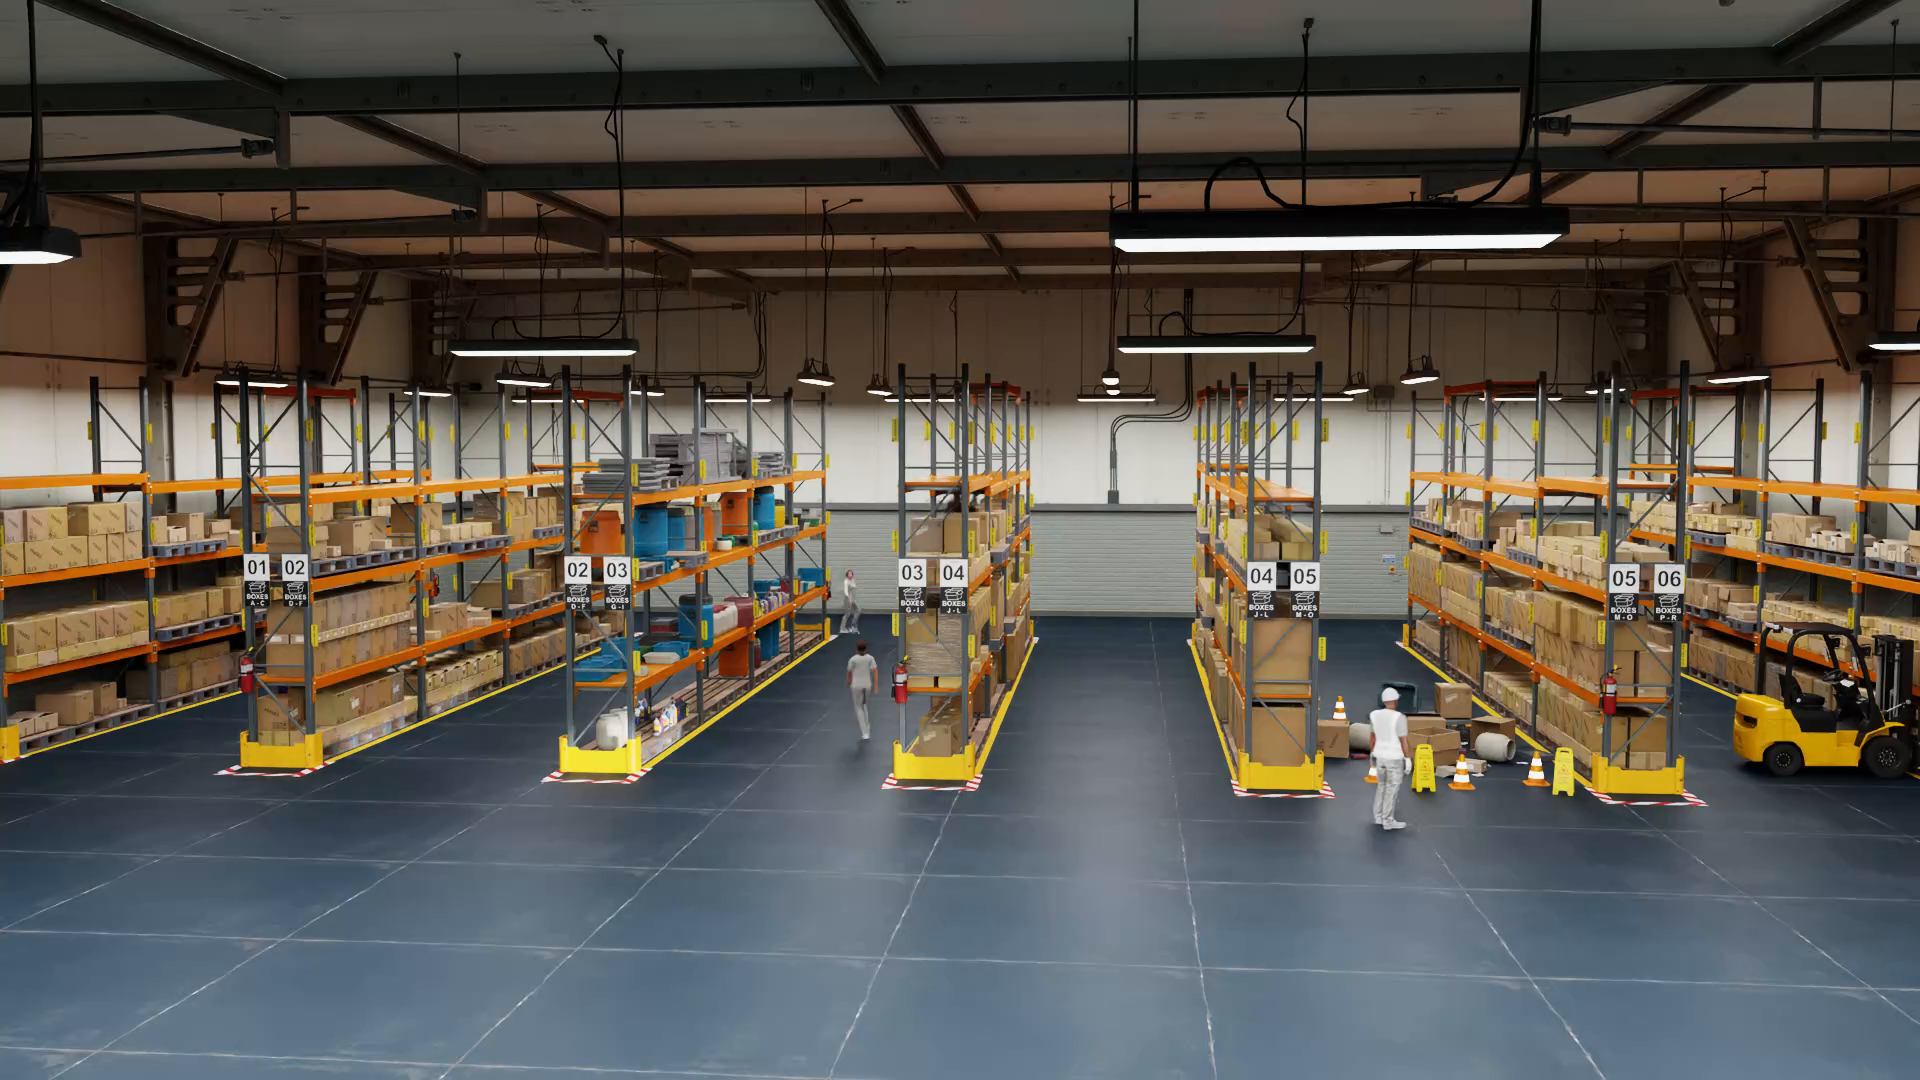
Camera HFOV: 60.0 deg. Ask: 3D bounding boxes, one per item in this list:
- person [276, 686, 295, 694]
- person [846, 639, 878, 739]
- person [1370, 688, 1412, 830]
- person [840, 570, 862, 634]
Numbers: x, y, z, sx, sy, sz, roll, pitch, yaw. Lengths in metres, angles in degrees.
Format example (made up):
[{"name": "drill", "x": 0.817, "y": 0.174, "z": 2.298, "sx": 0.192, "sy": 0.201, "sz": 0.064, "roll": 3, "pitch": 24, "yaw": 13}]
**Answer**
[{"name": "person", "x": -11.663, "y": 2.339, "z": 28.862, "sx": 0.413, "sy": 1.654, "sz": 0.539, "roll": 2, "pitch": 4, "yaw": 32}, {"name": "person", "x": -1.634, "y": 2.459, "z": 27.305, "sx": 0.510, "sy": 1.707, "sz": 0.621, "roll": -2, "pitch": 4, "yaw": -29}, {"name": "person", "x": 5.492, "y": 2.777, "z": 21.069, "sx": 0.452, "sy": 1.822, "sz": 0.619, "roll": -2, "pitch": 4, "yaw": -32}, {"name": "person", "x": -2.747, "y": 1.546, "z": 41.440, "sx": 0.533, "sy": 1.613, "sz": 0.528, "roll": 1, "pitch": 4, "yaw": 9}]
